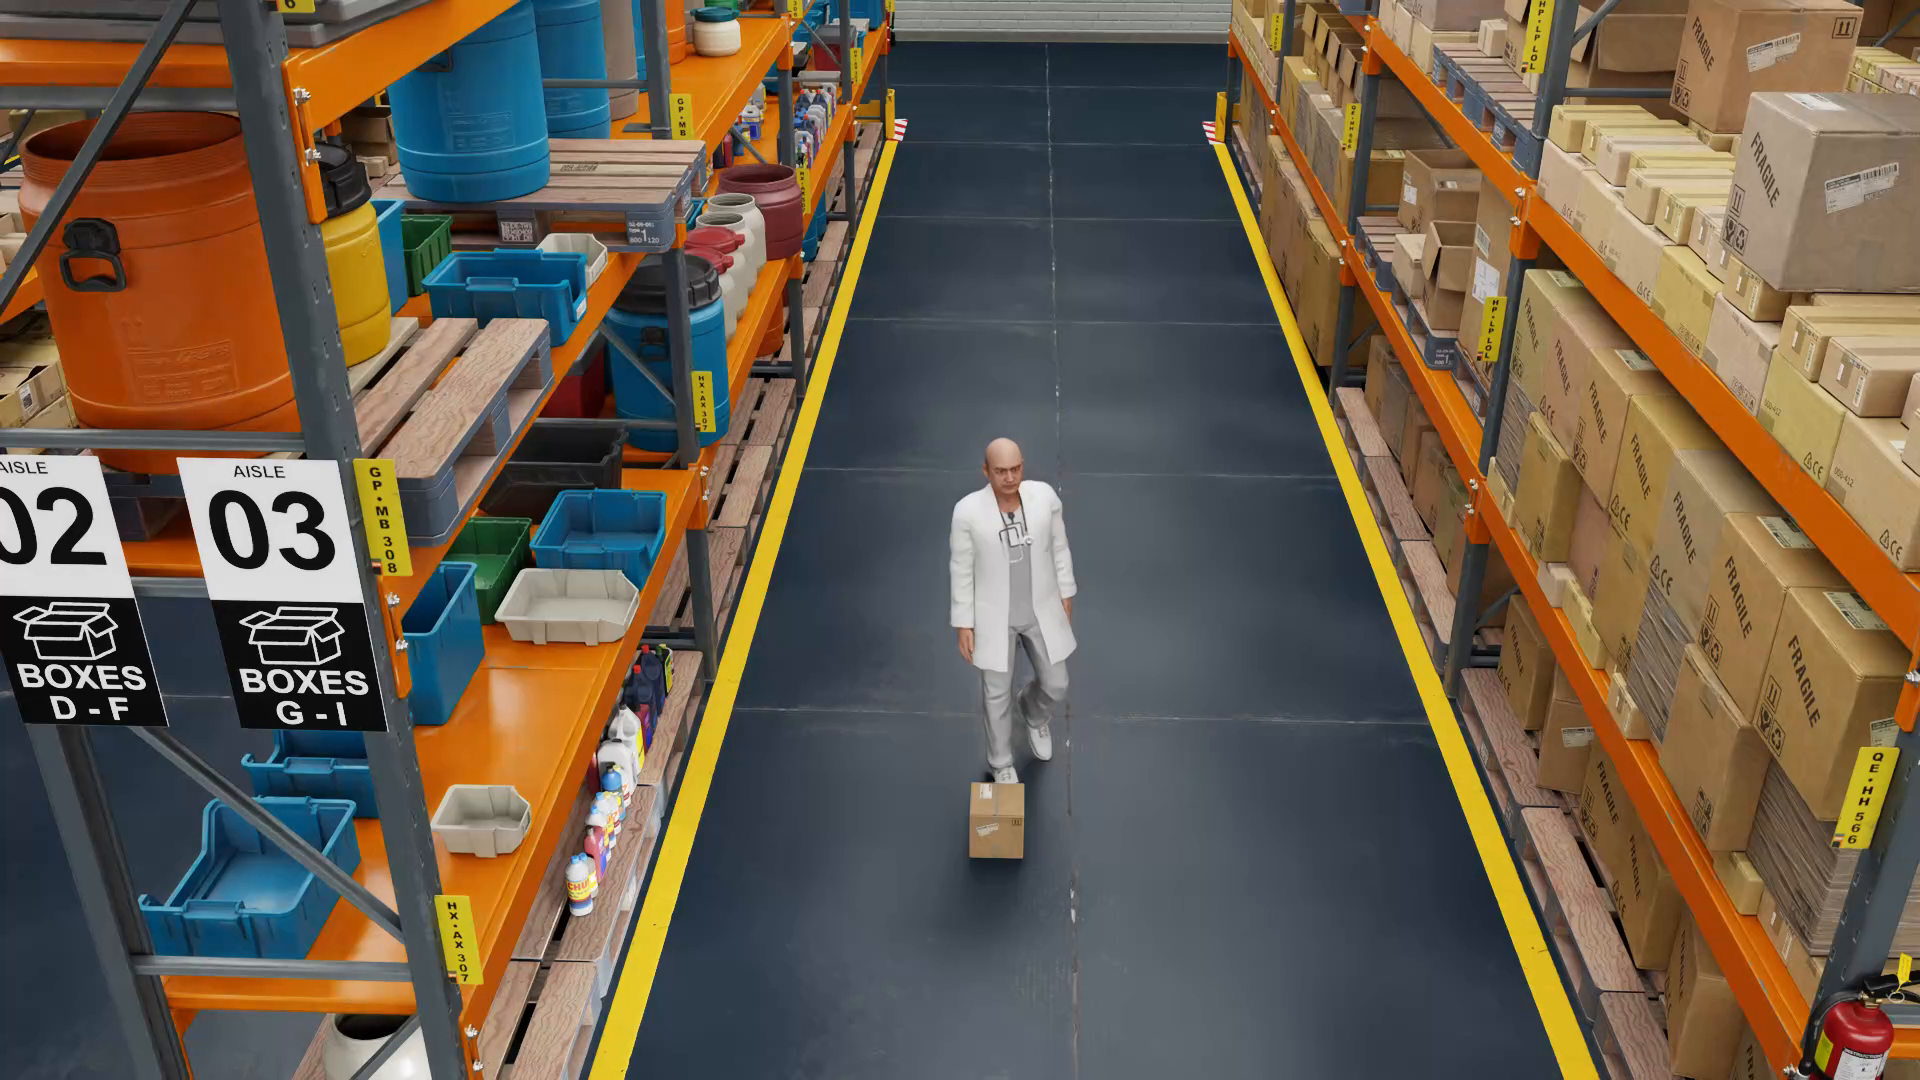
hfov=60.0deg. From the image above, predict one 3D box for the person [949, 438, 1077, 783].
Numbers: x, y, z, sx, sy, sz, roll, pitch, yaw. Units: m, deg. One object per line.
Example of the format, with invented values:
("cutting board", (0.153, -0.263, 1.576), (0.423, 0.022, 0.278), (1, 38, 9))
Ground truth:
("person", (0.263, 0.354, 7.923), (0.639, 1.785, 0.652), (-4, 28, -8))
